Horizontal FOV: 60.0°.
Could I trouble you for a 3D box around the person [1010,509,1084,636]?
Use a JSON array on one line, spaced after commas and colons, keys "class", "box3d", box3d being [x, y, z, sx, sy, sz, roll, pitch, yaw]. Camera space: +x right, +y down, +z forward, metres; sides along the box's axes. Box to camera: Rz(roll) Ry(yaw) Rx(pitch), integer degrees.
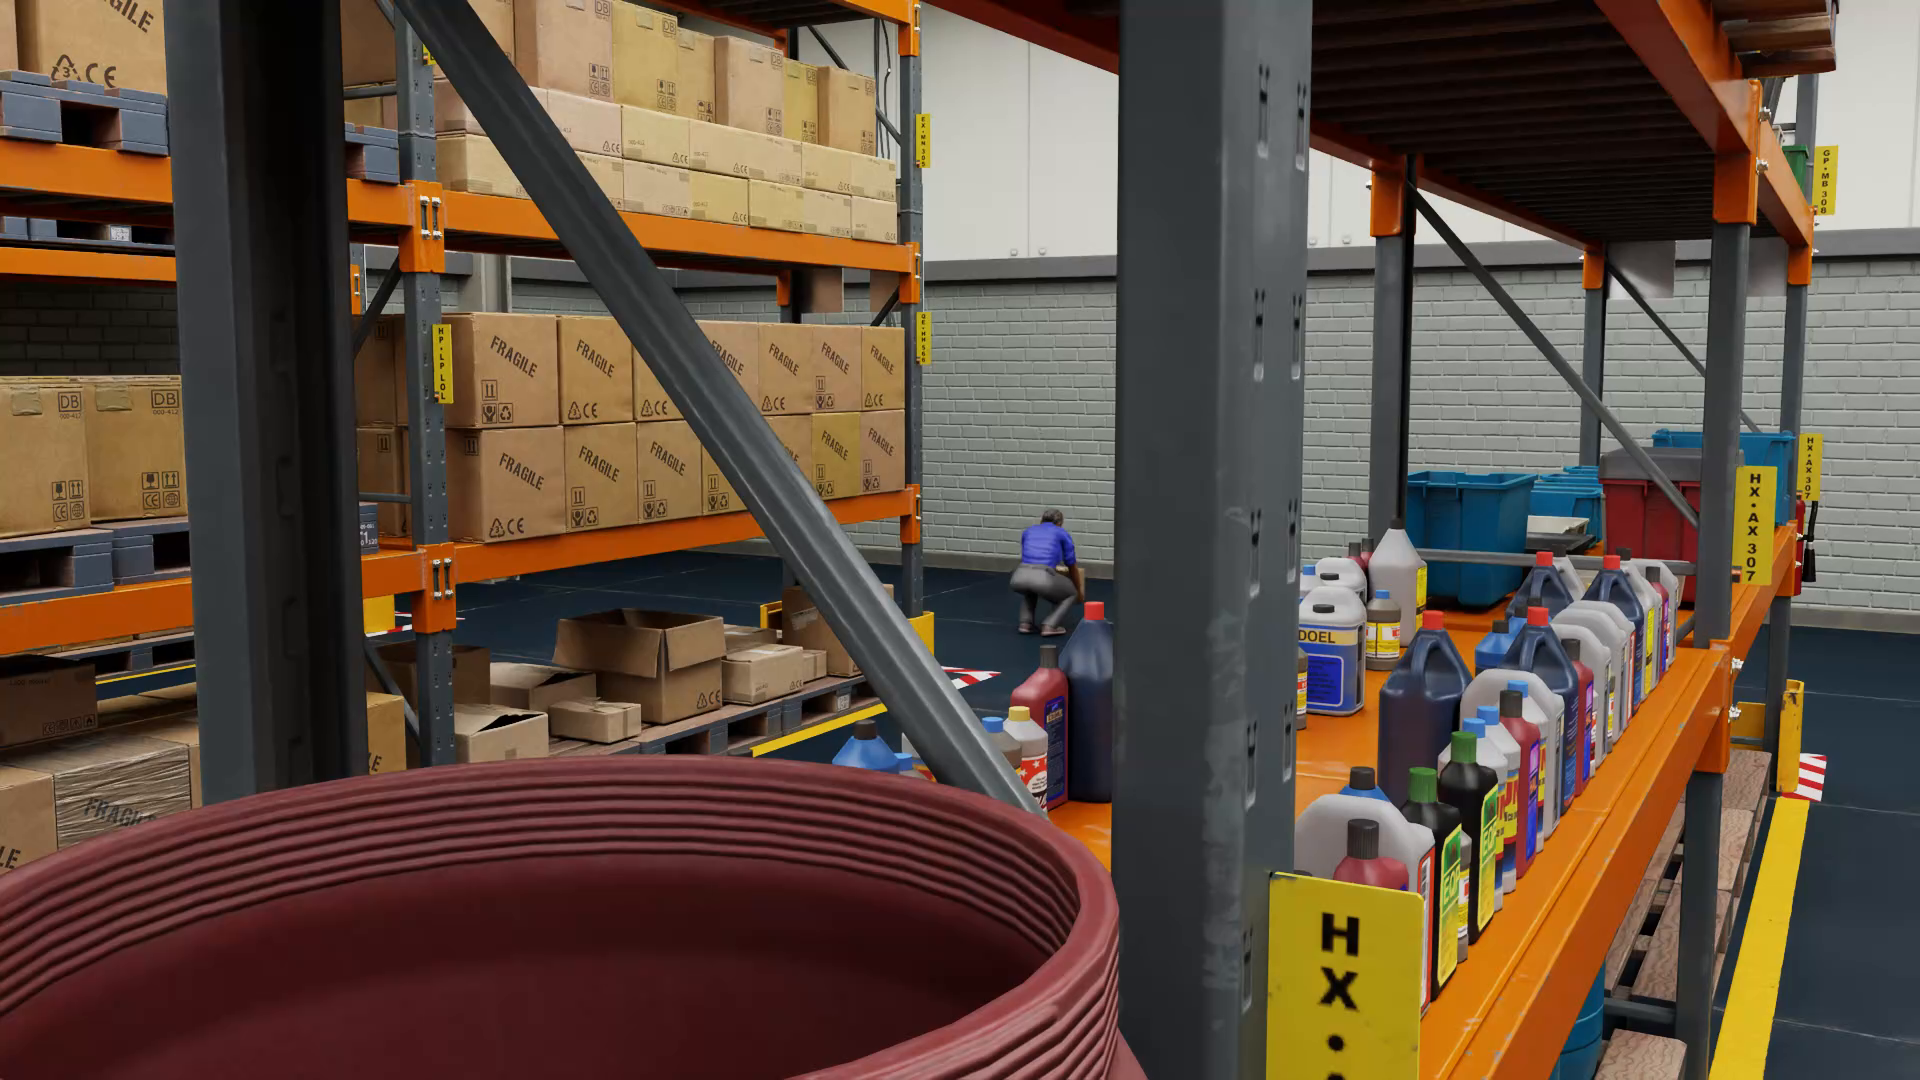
[{"class": "person", "box3d": [0.676, 0.251, 12.970, 0.465, 0.950, 0.836, 3, 7, 27]}]
